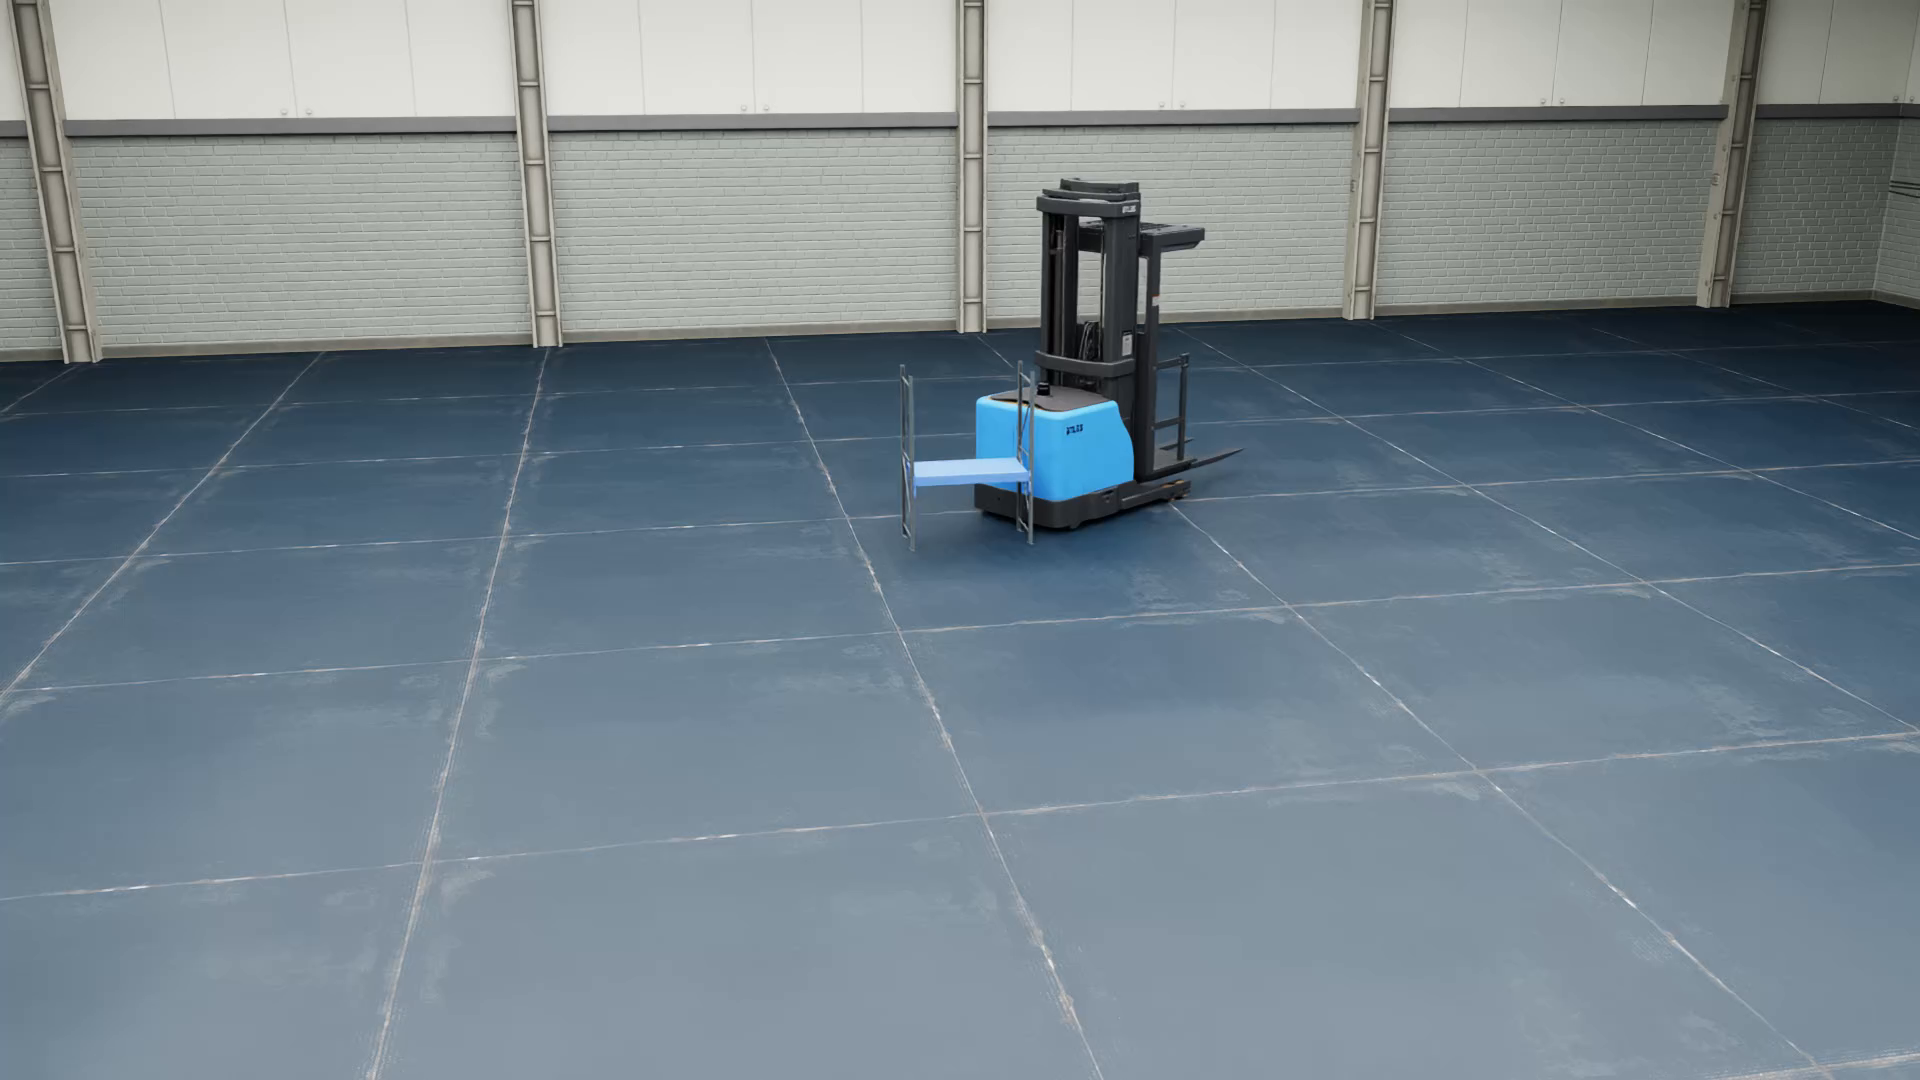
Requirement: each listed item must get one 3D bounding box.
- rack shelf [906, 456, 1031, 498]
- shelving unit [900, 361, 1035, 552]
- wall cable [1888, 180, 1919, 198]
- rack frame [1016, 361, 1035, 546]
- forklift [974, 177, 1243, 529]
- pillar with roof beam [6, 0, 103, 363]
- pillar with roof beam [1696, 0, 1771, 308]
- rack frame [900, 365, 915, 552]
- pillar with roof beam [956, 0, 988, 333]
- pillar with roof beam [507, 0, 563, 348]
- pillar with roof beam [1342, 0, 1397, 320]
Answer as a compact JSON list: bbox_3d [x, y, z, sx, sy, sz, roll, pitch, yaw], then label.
[{"bbox_3d":[0.057,-0.542,14.136,1.000,0.185,0.538,-3,17,-10],"label":"rack shelf"},{"bbox_3d":[0.057,-0.714,14.083,1.048,1.500,0.538,-3,17,-10],"label":"shelving unit"},{"bbox_3d":[15.088,-6.316,24.837,0.112,2.526,3.097,-3,17,-10],"label":"wall cable"},{"bbox_3d":[0.557,-0.742,14.173,0.032,1.500,0.500,-3,17,-10],"label":"rack frame"},{"bbox_3d":[1.518,-1.847,15.333,1.130,2.935,3.031,16,23,42],"label":"forklift"},{"bbox_3d":[-10.803,-5.440,16.695,0.400,9.000,9.100,-3,17,-10],"label":"pillar with roof beam"},{"bbox_3d":[12.761,-6.776,21.047,0.400,9.000,9.100,-3,17,-10],"label":"pillar with roof beam"},{"bbox_3d":[-0.442,-0.686,13.992,0.032,1.500,0.500,-3,17,-10],"label":"rack frame"},{"bbox_3d":[0.979,-6.108,18.871,0.400,9.000,9.100,-3,17,-10],"label":"pillar with roof beam"},{"bbox_3d":[-4.912,-5.774,17.783,0.400,9.000,9.100,-3,17,-10],"label":"pillar with roof beam"},{"bbox_3d":[6.870,-6.442,19.959,0.400,9.000,9.100,-3,17,-10],"label":"pillar with roof beam"}]
